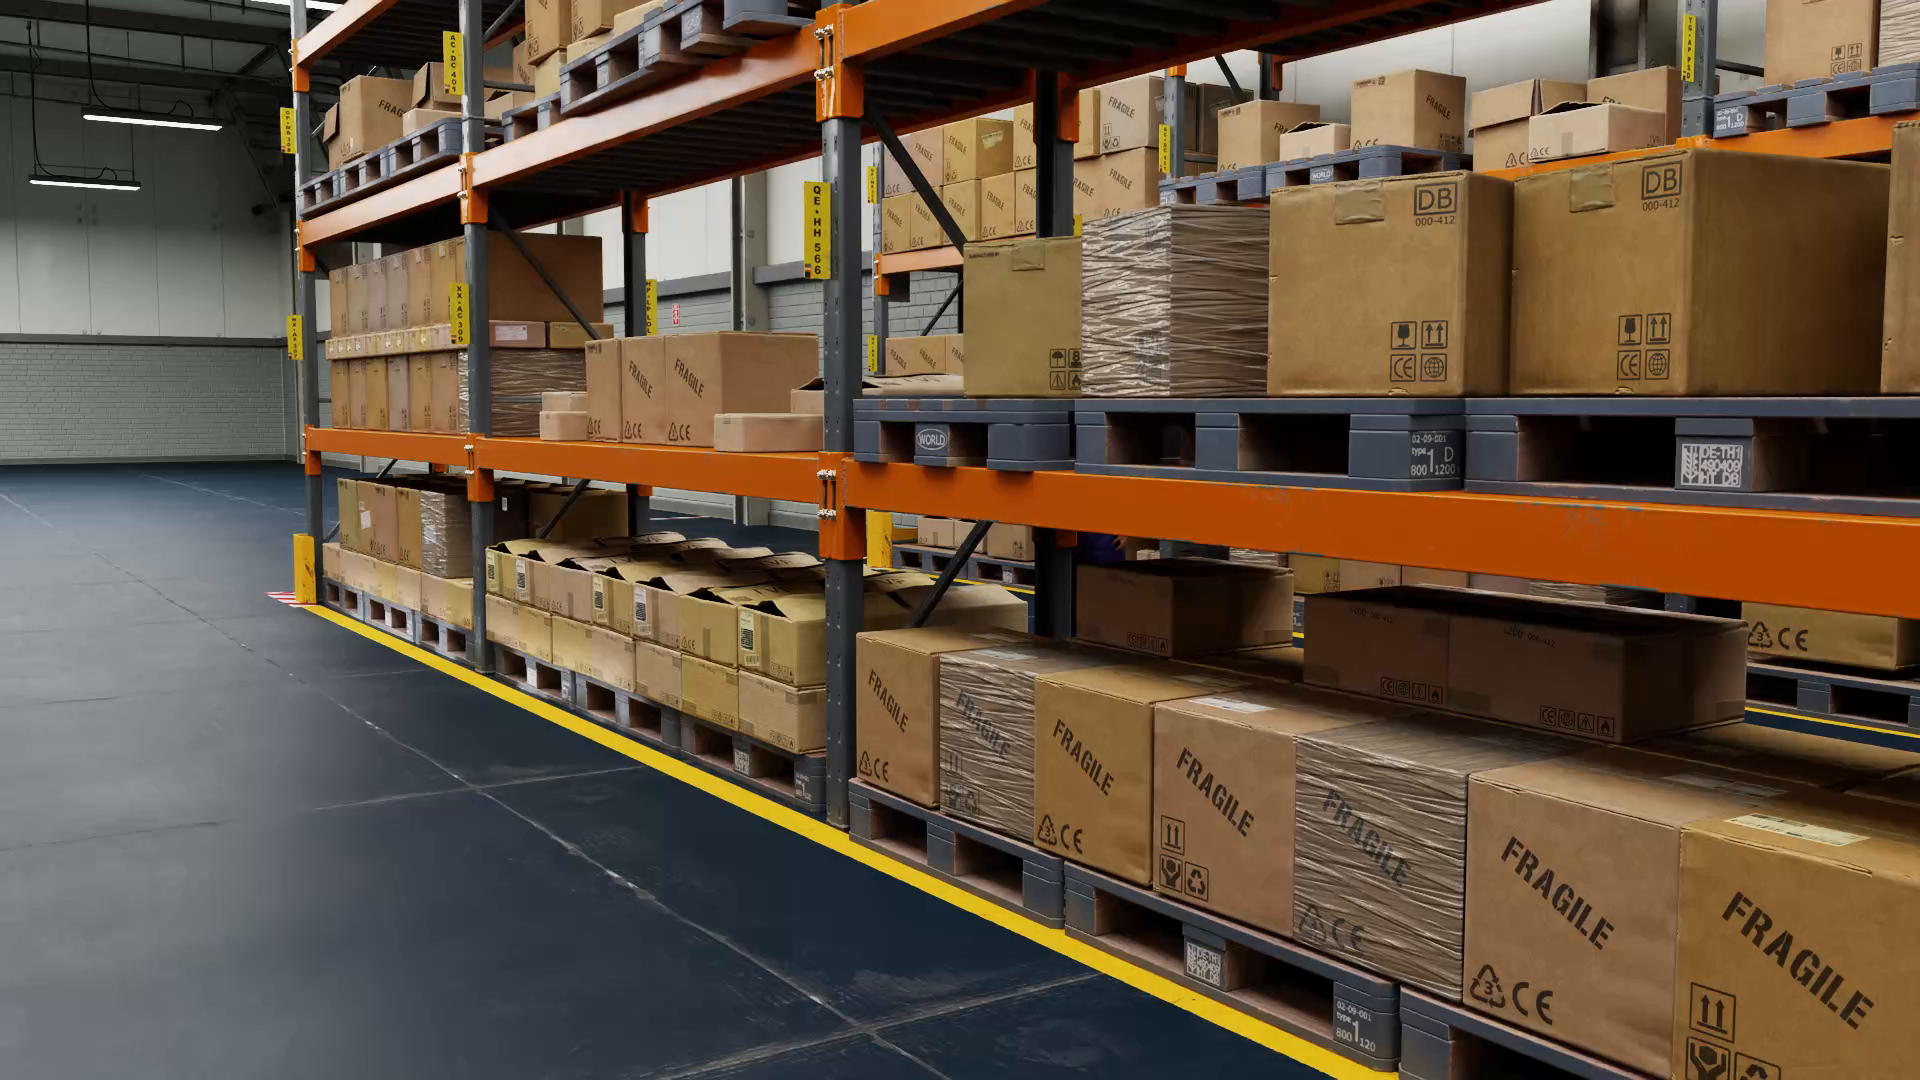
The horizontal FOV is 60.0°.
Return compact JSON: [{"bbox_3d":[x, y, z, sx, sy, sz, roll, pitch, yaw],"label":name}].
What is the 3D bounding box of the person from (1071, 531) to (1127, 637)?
[{"bbox_3d":[0.720,-0.074,9.016,0.336,1.651,0.538,-3,6,-35],"label":"person"}]
